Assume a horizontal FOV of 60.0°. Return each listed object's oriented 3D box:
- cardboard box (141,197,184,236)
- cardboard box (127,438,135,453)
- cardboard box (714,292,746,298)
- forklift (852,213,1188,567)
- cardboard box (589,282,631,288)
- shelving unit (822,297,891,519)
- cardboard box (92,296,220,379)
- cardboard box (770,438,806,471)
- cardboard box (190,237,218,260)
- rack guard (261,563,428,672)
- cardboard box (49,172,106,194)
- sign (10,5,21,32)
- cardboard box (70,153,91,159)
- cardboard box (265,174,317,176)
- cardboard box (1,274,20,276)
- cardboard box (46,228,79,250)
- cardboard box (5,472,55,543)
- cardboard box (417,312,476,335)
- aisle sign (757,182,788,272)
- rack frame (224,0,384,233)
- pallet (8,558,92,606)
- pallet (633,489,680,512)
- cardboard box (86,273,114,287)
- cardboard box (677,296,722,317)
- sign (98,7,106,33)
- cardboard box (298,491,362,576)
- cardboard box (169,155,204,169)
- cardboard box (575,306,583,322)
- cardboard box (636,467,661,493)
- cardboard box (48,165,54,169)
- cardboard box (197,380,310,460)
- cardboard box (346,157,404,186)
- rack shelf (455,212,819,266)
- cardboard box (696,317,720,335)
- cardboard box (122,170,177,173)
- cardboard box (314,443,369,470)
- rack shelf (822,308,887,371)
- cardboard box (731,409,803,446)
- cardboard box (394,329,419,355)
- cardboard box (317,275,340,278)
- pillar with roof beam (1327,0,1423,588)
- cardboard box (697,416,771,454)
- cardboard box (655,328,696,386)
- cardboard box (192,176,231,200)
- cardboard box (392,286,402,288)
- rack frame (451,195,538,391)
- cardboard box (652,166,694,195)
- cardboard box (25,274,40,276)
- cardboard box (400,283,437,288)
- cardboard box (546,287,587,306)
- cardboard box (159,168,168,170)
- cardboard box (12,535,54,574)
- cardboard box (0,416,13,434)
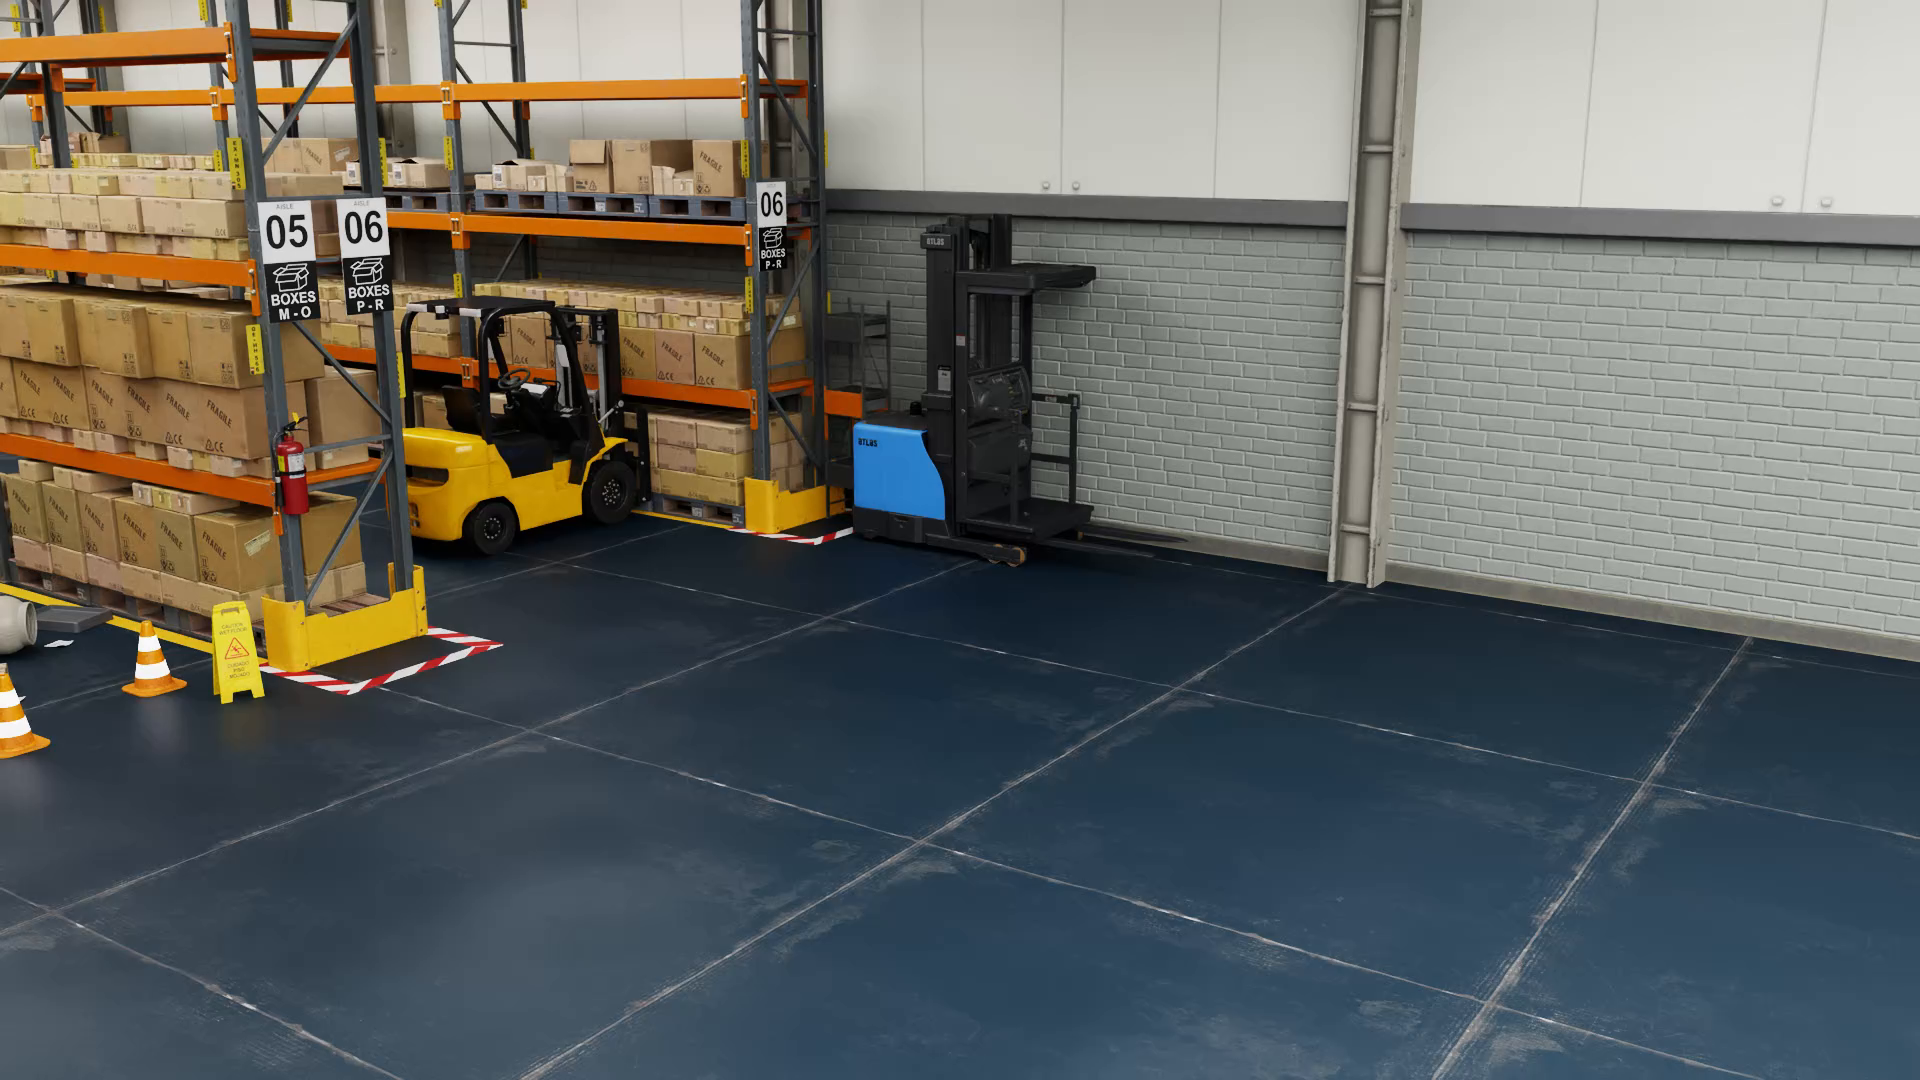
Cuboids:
[{"bbox_3d":[-5.345,-2.273,11.640,0.500,0.250,0.500,9,16,32],"label":"cardboard box"},{"bbox_3d":[-6.048,-0.754,12.578,0.250,0.149,0.380,9,17,33],"label":"cardboard box"},{"bbox_3d":[-2.178,-2.320,16.203,0.250,0.149,0.380,10,17,34],"label":"cardboard box"},{"bbox_3d":[0.521,-1.338,14.557,3.031,2.935,1.130,9,17,33],"label":"forklift"},{"bbox_3d":[-3.620,-2.577,17.242,0.250,0.149,0.380,9,16,32],"label":"cardboard box"},{"bbox_3d":[-0.973,-1.222,15.815,0.503,2.100,0.431,11,17,37],"label":"shelving unit"},{"bbox_3d":[-5.803,-1.480,12.080,0.500,0.500,0.700,9,16,32],"label":"cardboard box"},{"bbox_3d":[-1.867,-0.866,16.316,0.500,0.250,0.500,10,17,34],"label":"cardboard box"},{"bbox_3d":[-5.037,-2.013,11.420,0.250,0.149,0.380,9,17,33],"label":"cardboard box"},{"bbox_3d":[-4.423,0.543,12.015,0.348,0.500,1.175,9,17,33],"label":"rack guard"},{"bbox_3d":[-6.489,-2.647,12.320,0.250,0.149,0.380,9,16,32],"label":"cardboard box"},{"bbox_3d":[-11.869,-6.558,20.905,0.005,0.325,0.100,9,17,33],"label":"sign"},{"bbox_3d":[-11.100,-4.799,20.972,0.250,0.149,0.380,9,16,32],"label":"cardboard box"},{"bbox_3d":[-4.759,-2.500,11.728,0.250,0.149,0.380,9,17,33],"label":"cardboard box"},{"bbox_3d":[-13.366,-3.554,23.056,0.500,0.250,0.500,9,16,31],"label":"cardboard box"},{"bbox_3d":[-6.537,-2.249,12.375,0.250,0.149,0.380,9,16,32],"label":"cardboard box"},{"bbox_3d":[-7.341,-0.297,13.493,0.500,0.500,0.500,10,17,35],"label":"cardboard box"},{"bbox_3d":[-5.462,-2.371,17.859,0.500,0.250,0.500,9,16,32],"label":"cardboard box"},{"bbox_3d":[-1.703,-2.845,15.089,0.004,0.787,0.394,9,17,33],"label":"aisle sign"},{"bbox_3d":[-4.360,-3.572,10.953,0.127,3.000,1.000,9,17,33],"label":"rack frame"},{"bbox_3d":[-7.102,0.240,13.840,1.213,0.211,1.003,9,17,33],"label":"pallet"},{"bbox_3d":[-3.259,-0.555,17.051,1.213,0.211,1.003,9,17,33],"label":"pallet"},{"bbox_3d":[-10.844,-3.333,21.389,0.500,0.500,0.700,9,17,33],"label":"cardboard box"},{"bbox_3d":[-2.462,-2.221,15.801,0.250,0.149,0.380,10,17,34],"label":"cardboard box"},{"bbox_3d":[-11.246,-6.813,21.773,0.005,0.325,0.100,9,17,33],"label":"sign"},{"bbox_3d":[-4.895,-0.060,12.536,0.500,0.500,0.500,9,16,31],"label":"cardboard box"},{"bbox_3d":[-9.278,-4.556,20.032,0.250,0.149,0.380,9,16,32],"label":"cardboard box"},{"bbox_3d":[-3.749,-2.277,16.650,0.250,0.149,0.380,9,16,31],"label":"cardboard box"},{"bbox_3d":[-2.977,-0.657,16.509,0.500,0.250,0.500,9,17,33],"label":"cardboard box"},{"bbox_3d":[-11.329,-4.685,21.132,0.250,0.149,0.380,9,17,33],"label":"cardboard box"},{"bbox_3d":[-4.965,-0.871,11.698,0.500,0.500,0.500,9,16,32],"label":"cardboard box"},{"bbox_3d":[-6.286,-4.003,18.040,0.500,0.311,0.500,9,16,31],"label":"cardboard box"},{"bbox_3d":[-3.253,-3.025,16.483,4.000,0.370,1.077,9,17,33],"label":"rack shelf"},{"bbox_3d":[-2.266,-2.033,15.660,0.250,0.149,0.380,9,17,34],"label":"cardboard box"},{"bbox_3d":[-6.180,-2.758,12.770,0.250,0.149,0.380,9,17,33],"label":"cardboard box"},{"bbox_3d":[-4.527,-0.625,12.055,0.250,0.149,0.380,9,17,33],"label":"cardboard box"},{"bbox_3d":[-0.974,-1.889,15.651,0.480,0.518,0.431,11,17,37],"label":"rack shelf"},{"bbox_3d":[-1.886,-1.107,16.246,0.500,0.250,0.500,9,16,32],"label":"cardboard box"},{"bbox_3d":[-5.897,-2.196,18.189,0.500,0.250,0.500,9,17,32],"label":"cardboard box"},{"bbox_3d":[-7.569,-3.070,19.853,0.250,0.149,0.380,10,17,34],"label":"cardboard box"},{"bbox_3d":[0.908,-3.172,9.338,0.400,9.000,9.100,9,17,33],"label":"pillar with roof beam"},{"bbox_3d":[-2.149,-1.004,15.832,0.500,0.250,0.500,10,17,35],"label":"cardboard box"},{"bbox_3d":[-2.573,-1.784,16.005,0.500,0.500,0.500,10,17,35],"label":"cardboard box"},{"bbox_3d":[-4.998,-2.410,11.364,0.250,0.149,0.380,10,17,34],"label":"cardboard box"},{"bbox_3d":[-6.397,-2.717,18.425,0.250,0.149,0.380,9,17,33],"label":"cardboard box"},{"bbox_3d":[-4.912,-2.187,17.841,0.127,3.000,1.000,9,17,33],"label":"rack frame"},{"bbox_3d":[-2.661,-3.378,15.609,0.258,0.266,0.396,9,17,33],"label":"cardboard box"},{"bbox_3d":[-12.658,-3.587,23.190,0.500,0.250,0.500,10,17,34],"label":"cardboard box"},{"bbox_3d":[-6.113,-2.821,18.847,0.250,0.149,0.380,9,17,32],"label":"cardboard box"},{"bbox_3d":[-3.943,-2.459,16.762,0.250,0.149,0.380,9,16,32],"label":"cardboard box"},{"bbox_3d":[-9.478,-4.446,20.209,0.250,0.149,0.380,9,17,33],"label":"cardboard box"},{"bbox_3d":[-7.341,0.067,13.583,0.500,0.250,0.500,8,16,30],"label":"cardboard box"},{"bbox_3d":[-7.597,-0.968,13.442,0.250,0.149,0.380,9,17,33],"label":"cardboard box"}]
